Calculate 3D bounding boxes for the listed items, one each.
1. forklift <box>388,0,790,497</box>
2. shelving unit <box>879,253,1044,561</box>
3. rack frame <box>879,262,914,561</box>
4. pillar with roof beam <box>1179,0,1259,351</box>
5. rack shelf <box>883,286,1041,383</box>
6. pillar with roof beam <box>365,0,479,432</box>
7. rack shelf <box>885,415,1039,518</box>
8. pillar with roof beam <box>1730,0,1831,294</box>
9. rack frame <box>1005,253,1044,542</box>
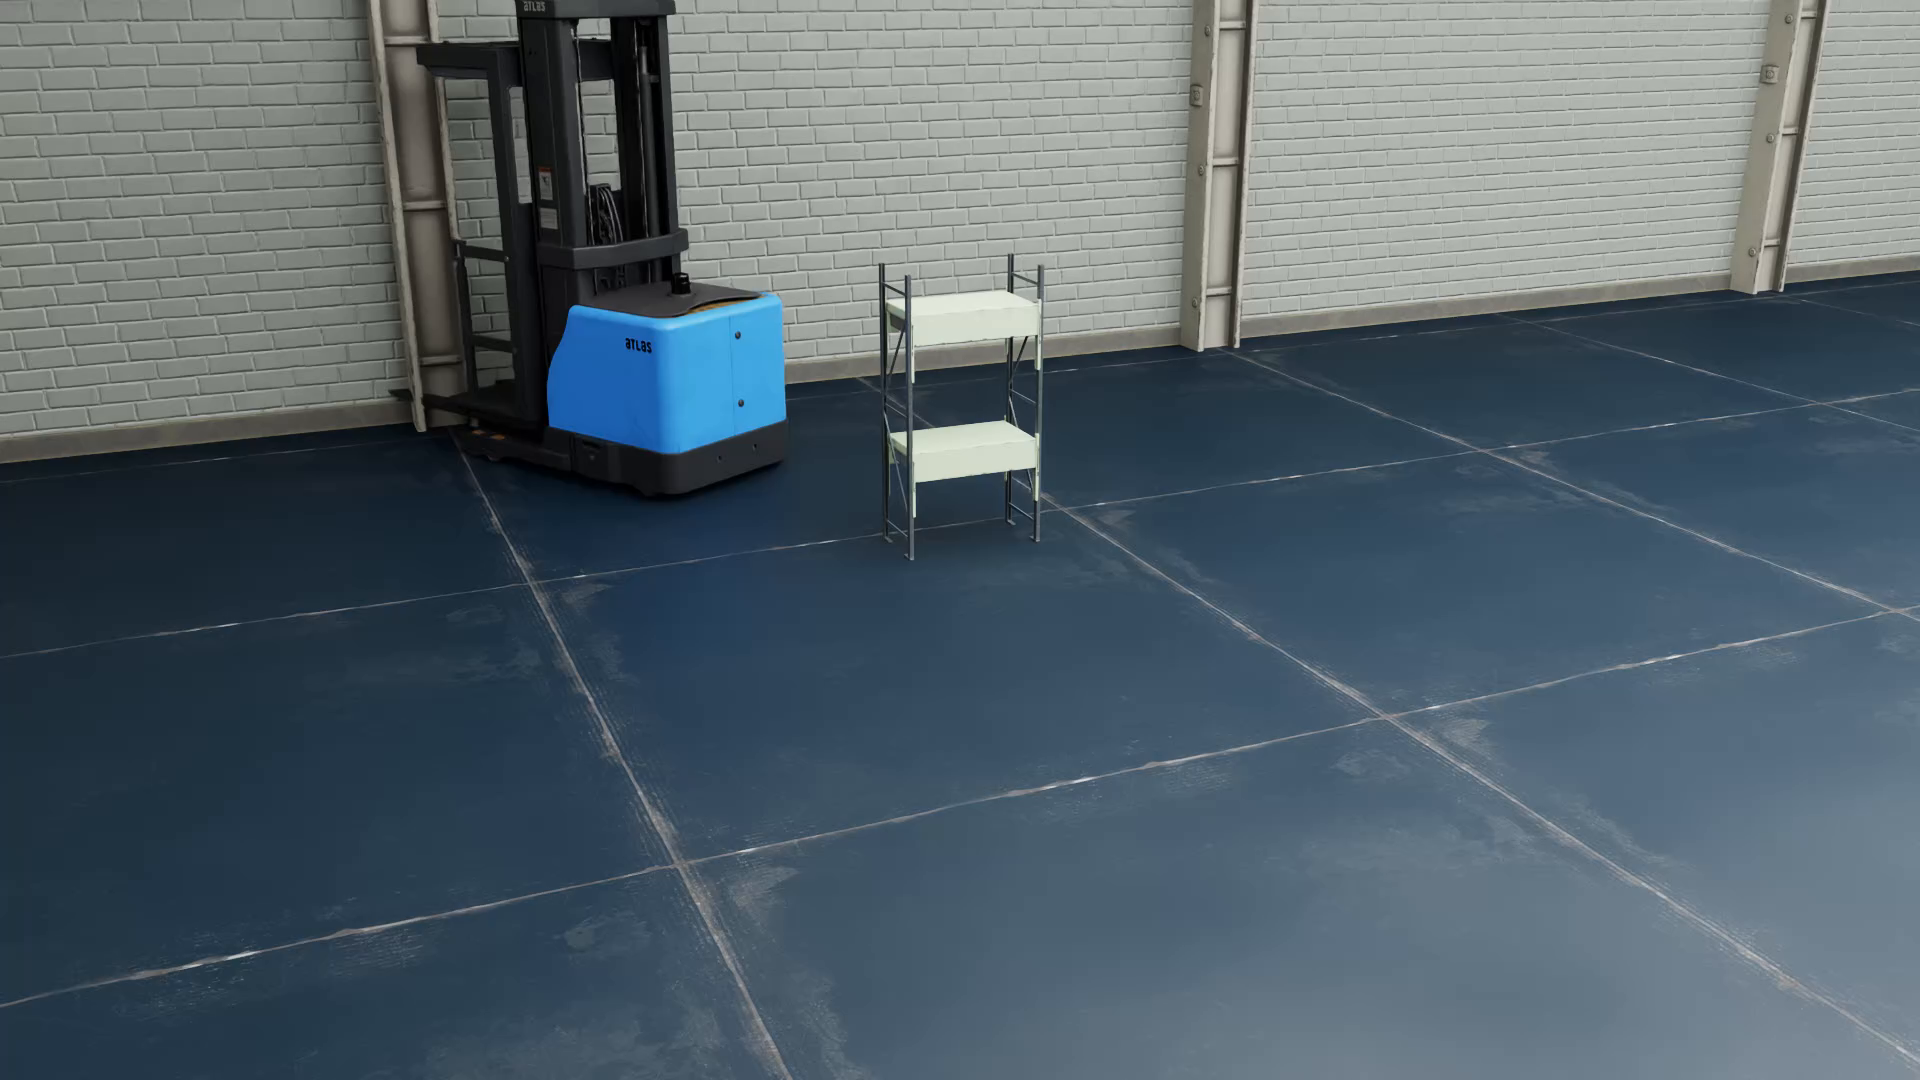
[{"bbox_3d":[-2.538,-2.000,10.290,3.031,2.935,1.130,14,24,34],"label":"forklift"},{"bbox_3d":[0.006,-0.708,8.775,0.755,1.500,0.431,-8,21,-22],"label":"shelving unit"},{"bbox_3d":[-0.330,-0.660,8.639,0.023,1.500,0.400,-8,21,-22],"label":"rack frame"},{"bbox_3d":[3.728,-4.513,8.290,0.400,9.000,9.100,-8,21,-22],"label":"pillar with roof beam"},{"bbox_3d":[0.006,-1.076,8.646,0.720,0.370,0.431,-8,21,-22],"label":"rack shelf"},{"bbox_3d":[-1.781,-3.724,6.048,0.400,9.000,9.100,-8,21,-22],"label":"pillar with roof beam"},{"bbox_3d":[0.006,-0.401,8.884,0.720,0.370,0.431,-8,21,-22],"label":"rack shelf"},{"bbox_3d":[9.238,-5.302,10.532,0.400,9.000,9.100,-8,21,-22],"label":"pillar with roof beam"},{"bbox_3d":[0.342,-0.756,8.912,0.023,1.500,0.400,-8,21,-22],"label":"rack frame"}]
